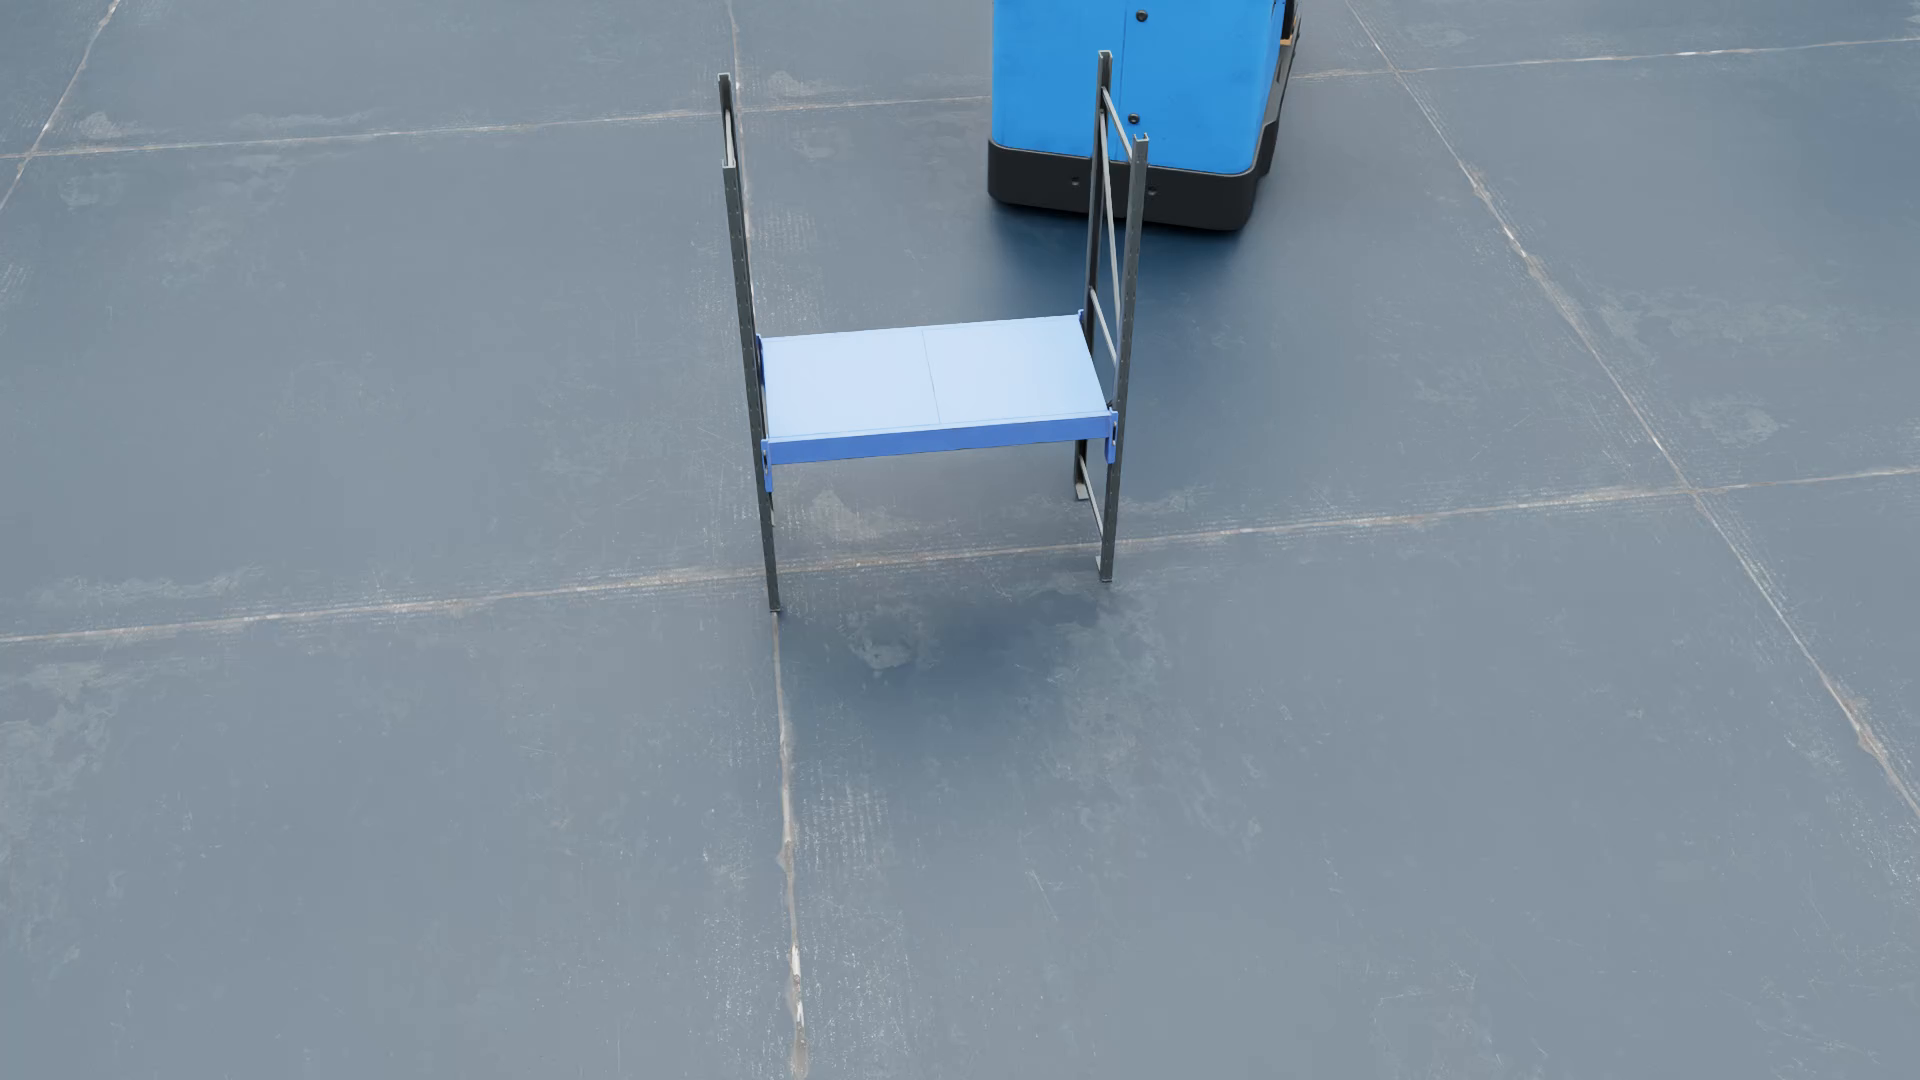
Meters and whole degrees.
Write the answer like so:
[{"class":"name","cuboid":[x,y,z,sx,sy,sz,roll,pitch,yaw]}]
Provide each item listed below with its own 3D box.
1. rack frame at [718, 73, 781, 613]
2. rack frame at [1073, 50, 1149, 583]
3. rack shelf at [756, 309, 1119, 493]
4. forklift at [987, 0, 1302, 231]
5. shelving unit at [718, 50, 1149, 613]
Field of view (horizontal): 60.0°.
[{"class":"rack frame","cuboid":[-0.589,-0.505,4.690,0.032,1.500,0.500,-5,42,-6]},{"class":"rack frame","cuboid":[0.419,-0.594,4.788,0.032,1.500,0.500,-5,42,-6]},{"class":"rack shelf","cuboid":[-0.085,-0.416,4.860,1.000,0.185,0.538,-5,42,-6]},{"class":"forklift","cuboid":[0.969,-3.292,6.712,1.130,2.935,3.031,10,43,11]},{"class":"shelving unit","cuboid":[-0.085,-0.549,4.739,1.048,1.500,0.538,-5,42,-6]}]
